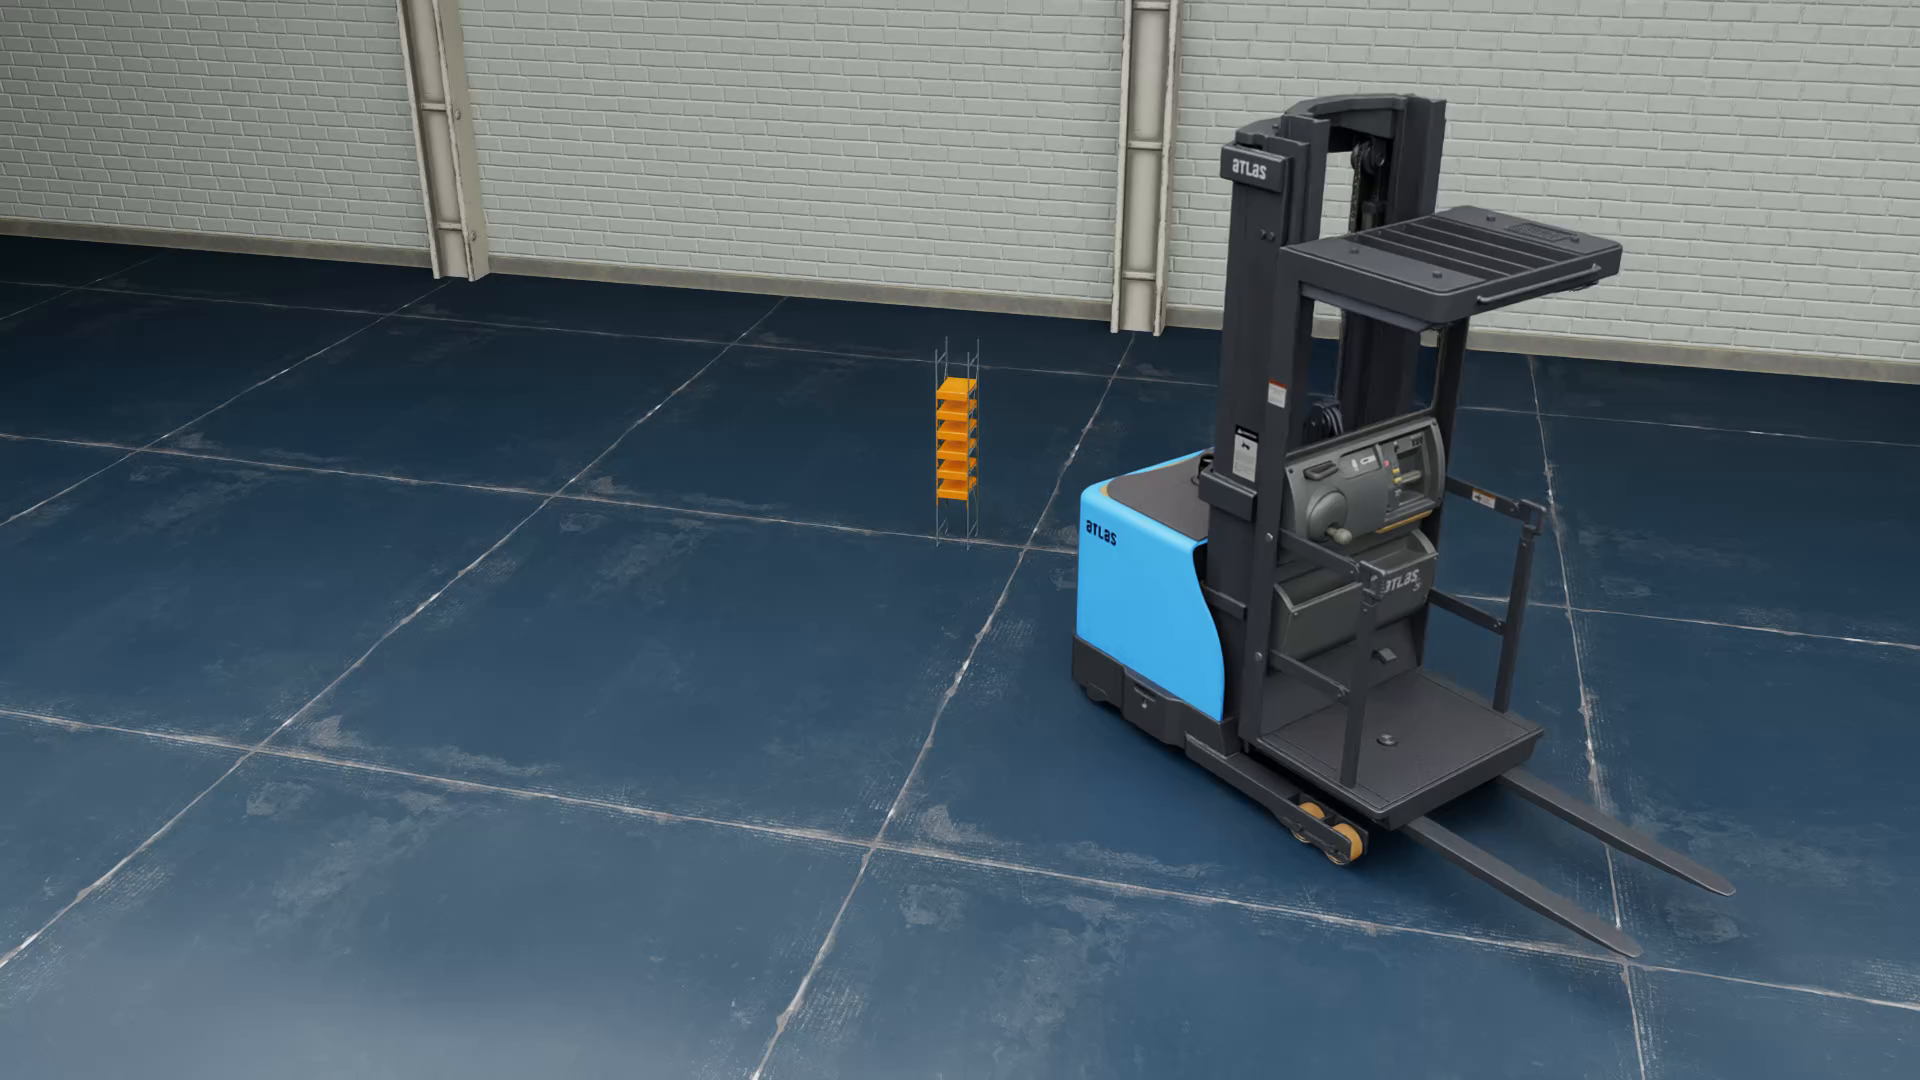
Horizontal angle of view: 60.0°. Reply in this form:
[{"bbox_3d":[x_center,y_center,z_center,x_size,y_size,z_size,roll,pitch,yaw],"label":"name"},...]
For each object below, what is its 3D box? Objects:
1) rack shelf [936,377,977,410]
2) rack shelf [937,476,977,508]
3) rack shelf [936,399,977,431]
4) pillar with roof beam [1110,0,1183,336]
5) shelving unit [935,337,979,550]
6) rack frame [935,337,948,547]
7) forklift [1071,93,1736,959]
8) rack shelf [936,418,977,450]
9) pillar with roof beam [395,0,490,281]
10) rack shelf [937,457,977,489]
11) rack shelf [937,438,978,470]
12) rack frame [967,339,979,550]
[{"bbox_3d":[-0.014,-0.828,9.360,0.180,0.103,0.258,6,26,13],"label":"rack shelf"},{"bbox_3d":[-0.014,-0.286,9.618,0.180,0.103,0.258,6,26,13],"label":"rack shelf"},{"bbox_3d":[-0.014,-0.720,9.411,0.180,0.103,0.258,6,26,13],"label":"rack shelf"},{"bbox_3d":[0.353,-3.967,7.613,0.400,9.000,9.100,6,26,13],"label":"pillar with roof beam"},{"bbox_3d":[-0.014,-0.543,9.495,0.189,1.200,0.258,6,26,13],"label":"shelving unit"},{"bbox_3d":[-0.103,-0.553,9.516,0.006,1.200,0.240,6,26,13],"label":"rack frame"},{"bbox_3d":[1.825,-0.213,6.787,1.130,2.935,3.031,-18,31,-32],"label":"forklift"},{"bbox_3d":[-0.014,-0.612,9.463,0.180,0.103,0.258,6,26,13],"label":"rack shelf"},{"bbox_3d":[-5.457,-4.609,8.962,0.400,9.000,9.100,6,26,13],"label":"pillar with roof beam"},{"bbox_3d":[-0.014,-0.395,9.566,0.180,0.103,0.258,6,26,13],"label":"rack shelf"},{"bbox_3d":[-0.014,-0.503,9.514,0.180,0.103,0.258,6,26,13],"label":"rack shelf"},{"bbox_3d":[0.075,-0.533,9.475,0.006,1.200,0.240,6,26,13],"label":"rack frame"}]
